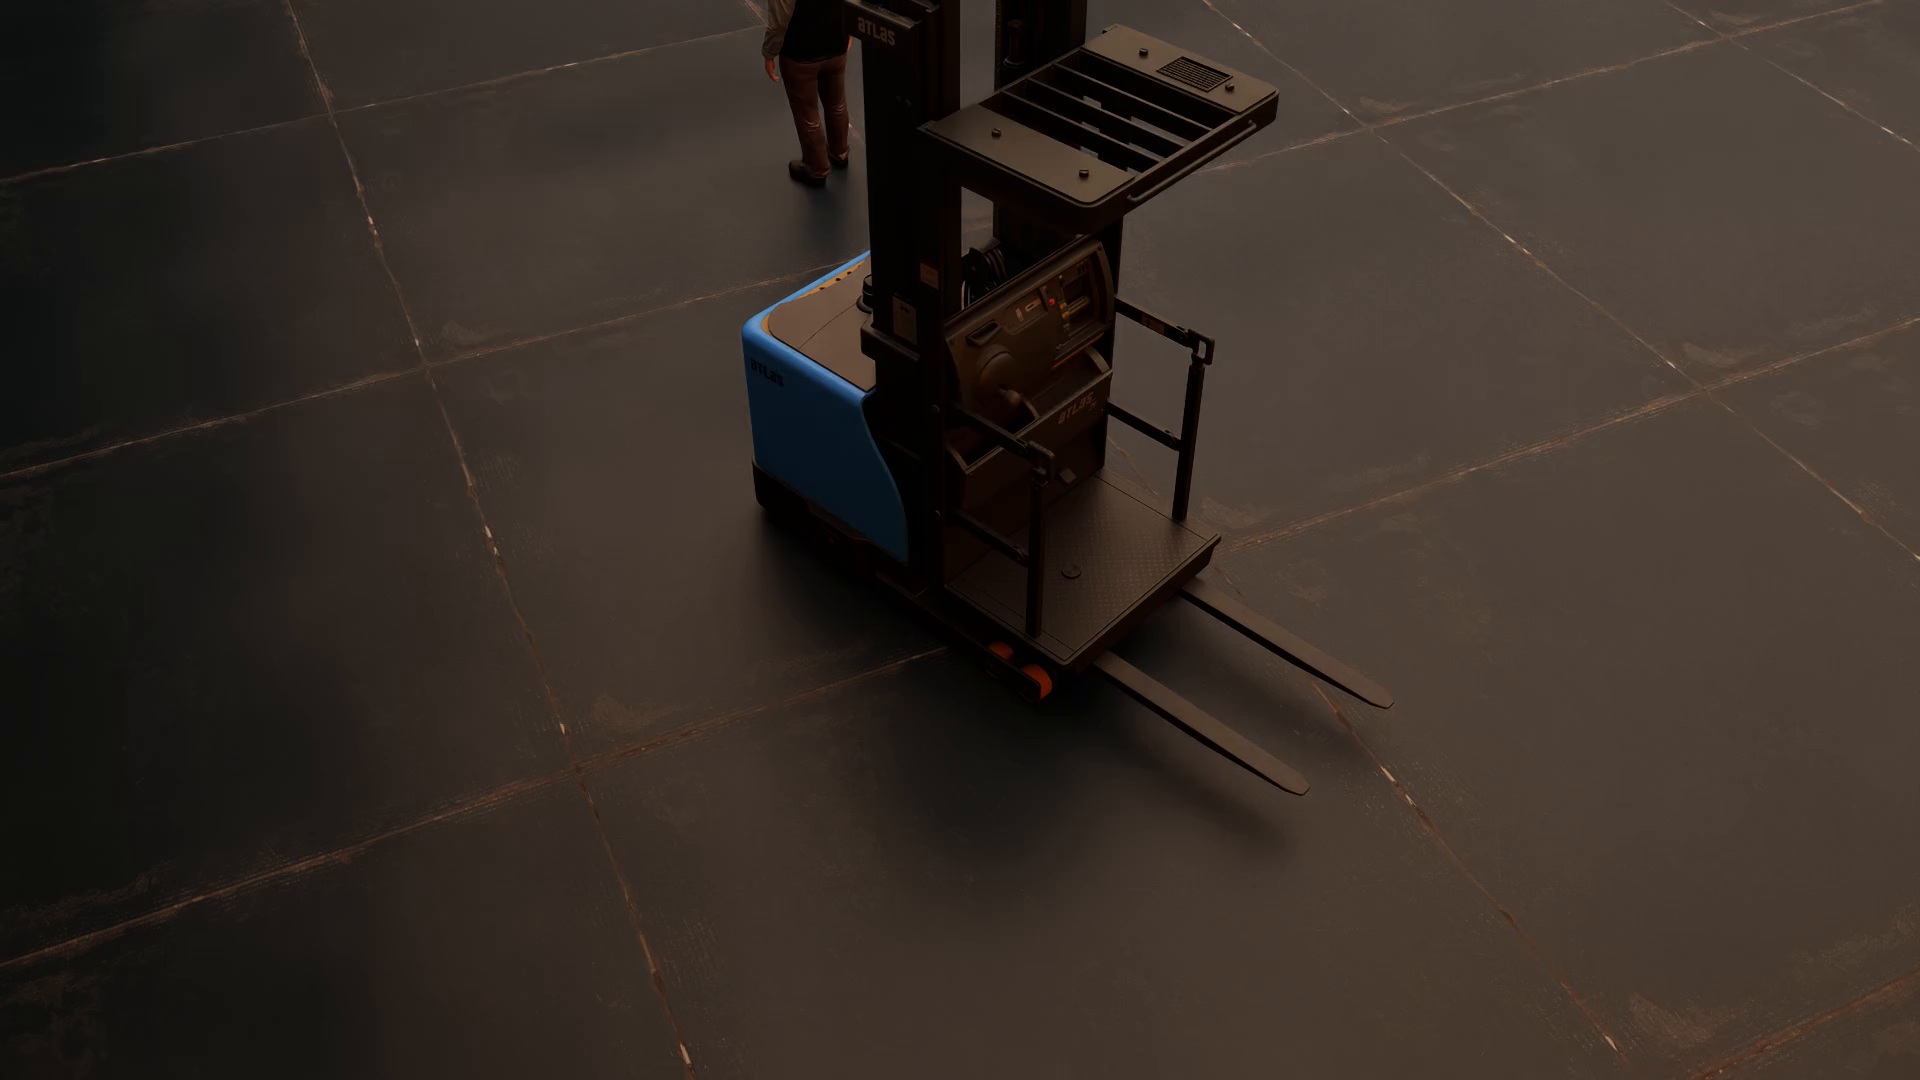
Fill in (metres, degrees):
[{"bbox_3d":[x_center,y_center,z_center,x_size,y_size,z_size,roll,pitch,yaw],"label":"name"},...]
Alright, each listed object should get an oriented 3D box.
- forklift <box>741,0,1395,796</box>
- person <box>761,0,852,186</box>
[{"bbox_3d":[0.445,-0.788,6.525,3.031,2.935,1.130,32,52,30],"label":"forklift"},{"bbox_3d":[-0.889,-2.861,9.621,0.632,1.720,0.569,-27,49,-26],"label":"person"}]
